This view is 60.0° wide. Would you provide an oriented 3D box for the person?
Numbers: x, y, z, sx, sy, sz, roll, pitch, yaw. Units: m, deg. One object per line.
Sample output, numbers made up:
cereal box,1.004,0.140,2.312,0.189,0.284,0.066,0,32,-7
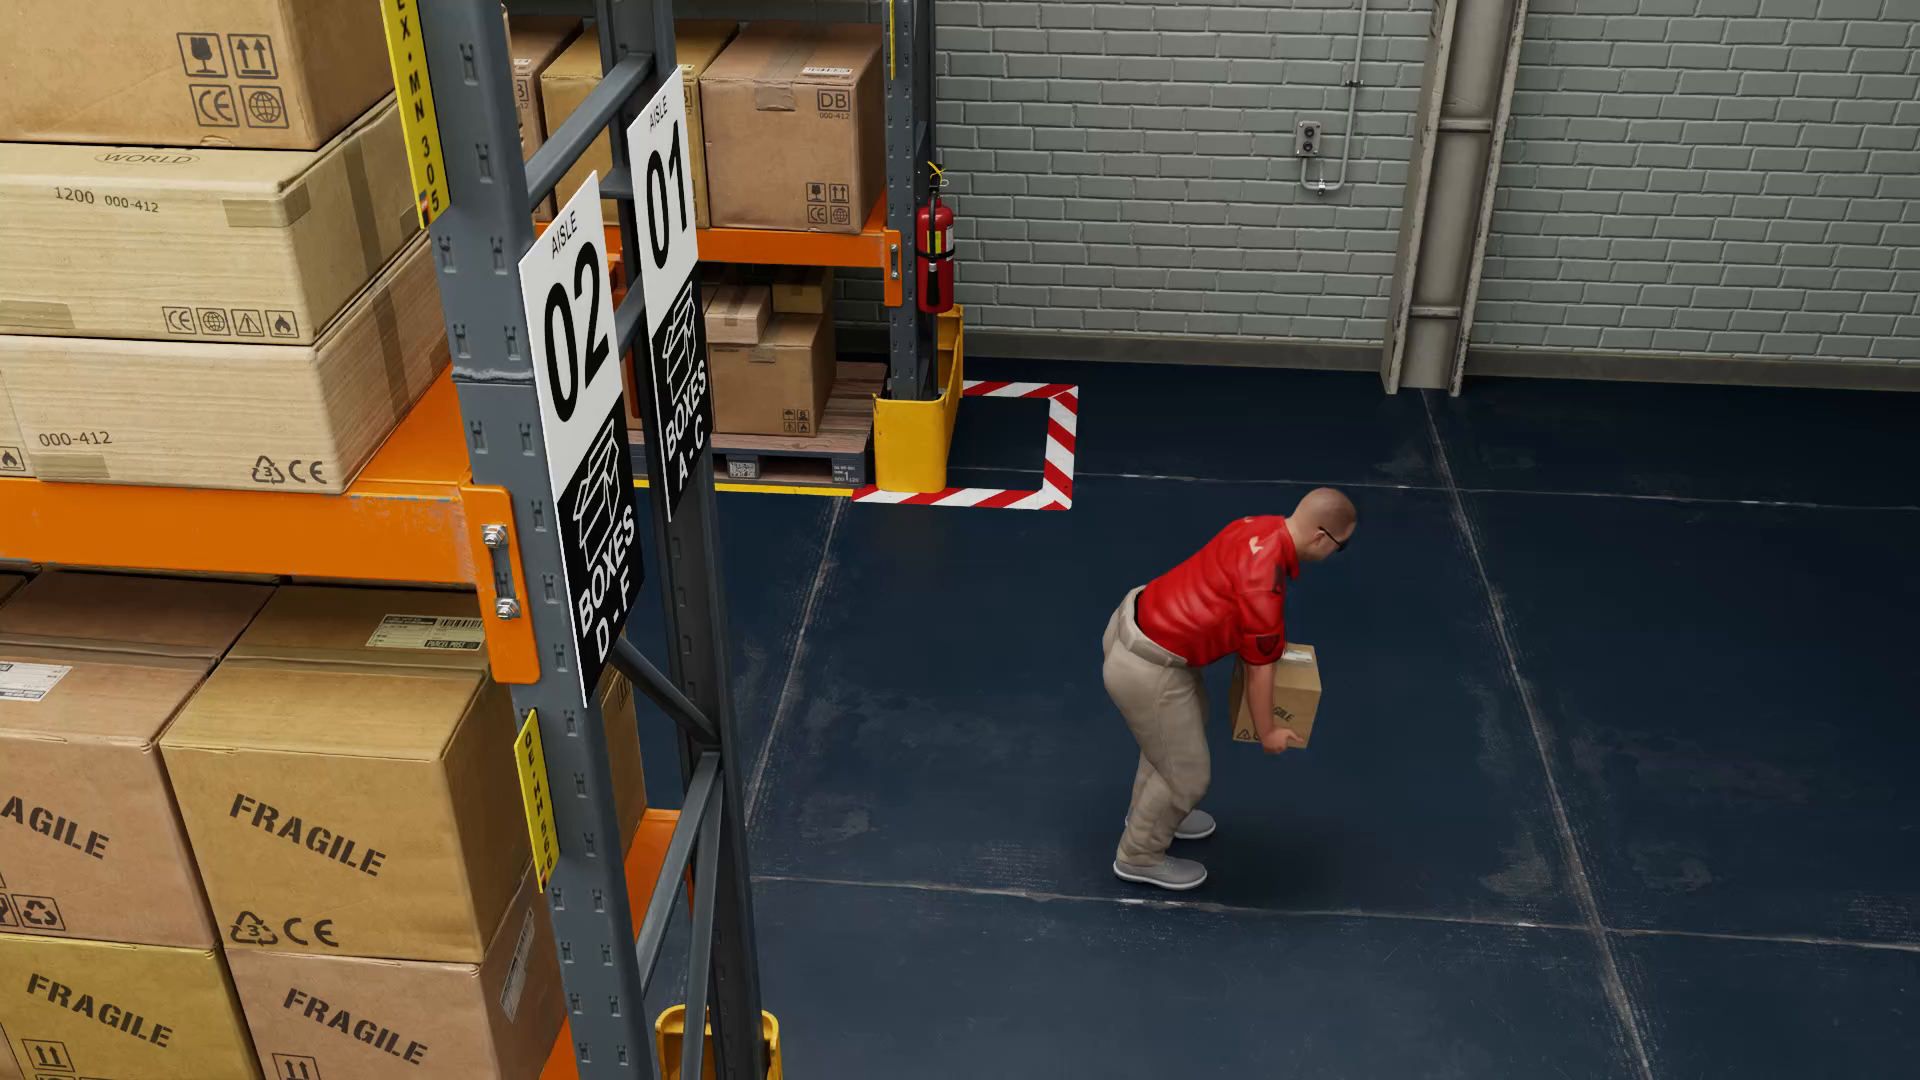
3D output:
person,0.864,0.485,5.596,0.779,1.495,0.486,2,32,3
